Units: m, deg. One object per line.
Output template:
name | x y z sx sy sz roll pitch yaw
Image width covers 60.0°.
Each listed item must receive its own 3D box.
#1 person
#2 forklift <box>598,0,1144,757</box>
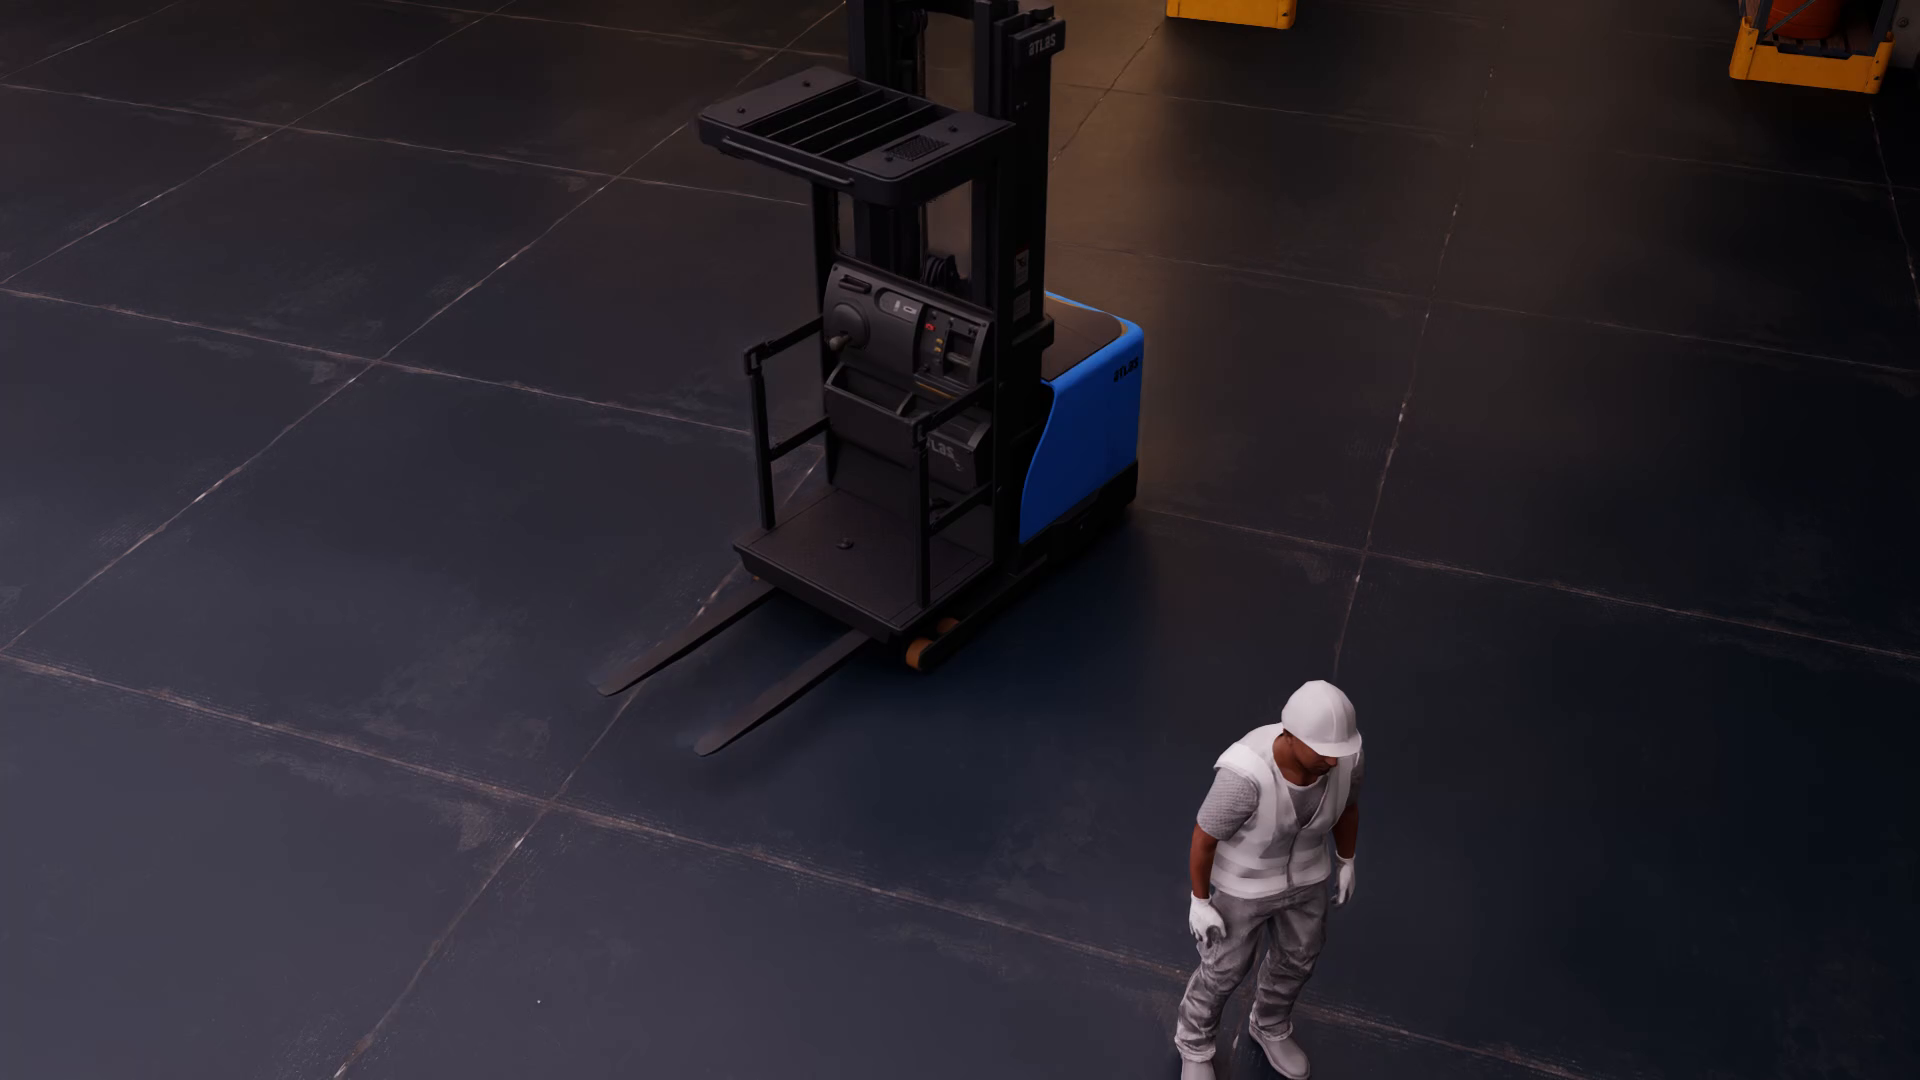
person | 1.037 1.139 5.508 0.623 1.773 0.451 -12 37 -16
forklift | -0.384 -0.905 7.388 1.130 2.935 3.031 25 42 31
